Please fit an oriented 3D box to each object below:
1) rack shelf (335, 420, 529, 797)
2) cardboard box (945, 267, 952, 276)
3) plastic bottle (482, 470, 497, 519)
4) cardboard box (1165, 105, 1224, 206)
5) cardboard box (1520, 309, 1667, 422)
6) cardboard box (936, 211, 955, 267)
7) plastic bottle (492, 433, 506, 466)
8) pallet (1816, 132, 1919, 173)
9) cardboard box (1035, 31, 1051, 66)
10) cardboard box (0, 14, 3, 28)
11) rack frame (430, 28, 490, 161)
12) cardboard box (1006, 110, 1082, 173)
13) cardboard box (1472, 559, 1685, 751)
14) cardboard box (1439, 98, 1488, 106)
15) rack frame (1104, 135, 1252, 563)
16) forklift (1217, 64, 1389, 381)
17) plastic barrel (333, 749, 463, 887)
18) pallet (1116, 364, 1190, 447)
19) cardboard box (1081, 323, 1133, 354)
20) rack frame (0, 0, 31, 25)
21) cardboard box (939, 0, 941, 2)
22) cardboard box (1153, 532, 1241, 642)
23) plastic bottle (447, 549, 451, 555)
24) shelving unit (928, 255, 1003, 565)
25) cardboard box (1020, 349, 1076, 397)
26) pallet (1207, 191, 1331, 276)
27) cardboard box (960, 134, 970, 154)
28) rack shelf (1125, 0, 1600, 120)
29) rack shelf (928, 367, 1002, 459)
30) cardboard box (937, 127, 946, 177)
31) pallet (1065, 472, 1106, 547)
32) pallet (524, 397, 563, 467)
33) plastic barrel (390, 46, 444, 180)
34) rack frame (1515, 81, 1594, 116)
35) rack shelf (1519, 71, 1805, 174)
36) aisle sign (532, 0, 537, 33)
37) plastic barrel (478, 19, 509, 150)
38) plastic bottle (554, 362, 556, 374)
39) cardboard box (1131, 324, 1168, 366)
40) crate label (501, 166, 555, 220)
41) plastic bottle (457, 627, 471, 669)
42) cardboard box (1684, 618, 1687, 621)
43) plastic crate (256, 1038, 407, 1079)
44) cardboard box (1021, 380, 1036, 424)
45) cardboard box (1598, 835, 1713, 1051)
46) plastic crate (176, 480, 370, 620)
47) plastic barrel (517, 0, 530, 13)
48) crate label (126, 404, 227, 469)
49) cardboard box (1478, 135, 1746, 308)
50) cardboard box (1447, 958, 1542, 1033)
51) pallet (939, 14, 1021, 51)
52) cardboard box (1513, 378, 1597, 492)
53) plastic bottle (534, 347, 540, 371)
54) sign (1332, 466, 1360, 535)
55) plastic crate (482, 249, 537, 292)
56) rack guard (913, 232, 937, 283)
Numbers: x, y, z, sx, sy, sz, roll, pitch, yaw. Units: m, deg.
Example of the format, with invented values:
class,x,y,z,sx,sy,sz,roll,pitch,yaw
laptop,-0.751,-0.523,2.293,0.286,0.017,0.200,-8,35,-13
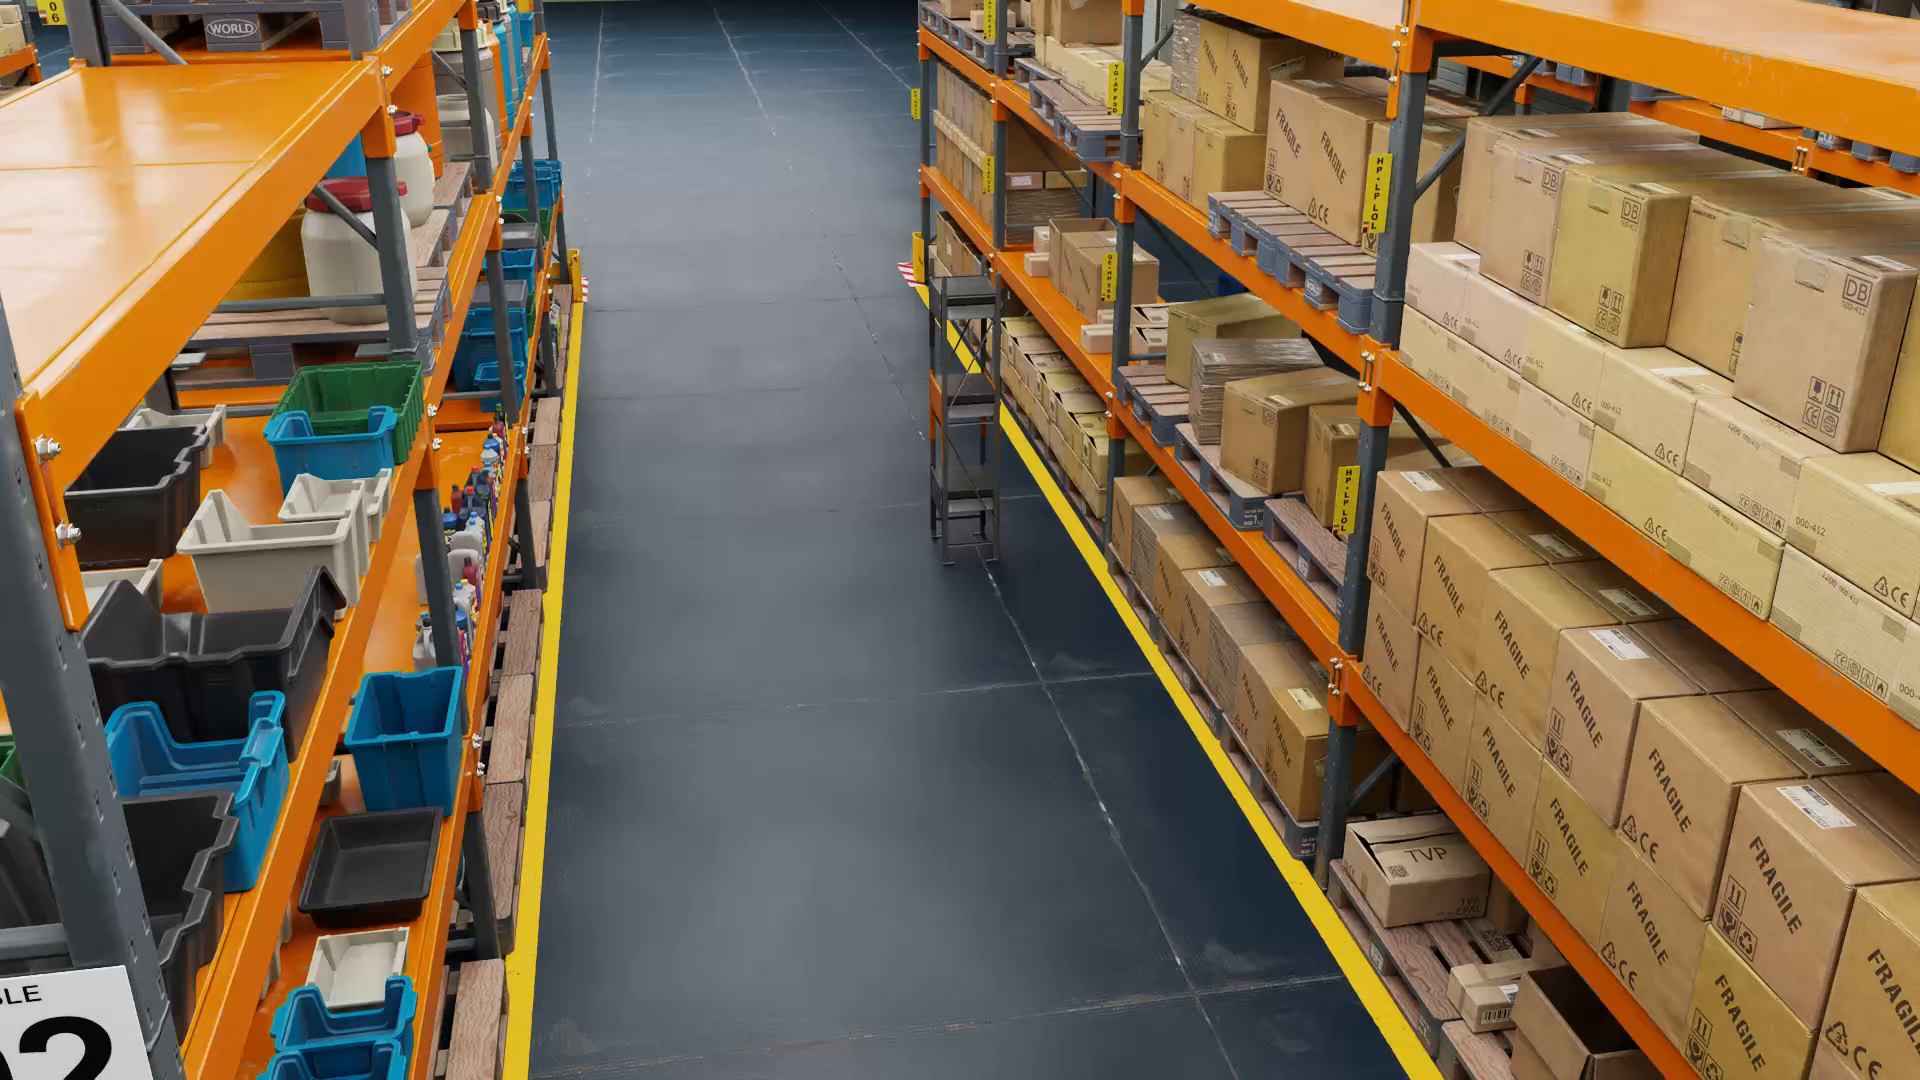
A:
class,x,y,z,sx,sy,sz,roll,pitch,yaw
rack shelf,-2.961,0.220,8.898,1.077,0.370,4.000,-4,24,-10
cardboard box,0.128,-2.720,17.642,0.500,0.250,0.500,-4,24,-10
plastic bottle,-2.625,-0.266,9.257,0.061,0.283,0.133,-4,24,-10
cardboard box,1.746,-2.312,9.924,0.910,0.500,0.500,-4,24,-10
cardboard box,2.299,-0.620,5.736,0.500,0.250,0.500,-4,24,-10
cardboard box,0.034,-3.261,17.942,0.500,0.500,0.500,-4,24,-10
plastic bottle,-2.790,-0.541,9.988,0.097,0.201,0.097,0,24,0
pallet,6.577,-2.669,11.101,1.213,0.211,1.003,-3,24,-7
cardboard box,0.903,-4.090,13.783,0.500,0.250,0.500,-2,24,-4
cardboard box,-9.228,-4.869,15.591,0.380,0.149,0.250,-5,24,-12
rack frame,-3.330,-3.646,9.354,1.000,3.000,0.127,-4,24,-10
cardboard box,0.710,-3.649,15.113,0.700,0.500,0.500,-4,24,-9
cardboard box,2.279,0.419,6.169,0.500,0.500,0.500,-5,24,-11
cardboard box,5.406,-4.489,18.006,0.500,0.500,0.500,-5,24,-11
rack frame,1.538,-1.262,11.391,1.000,3.000,0.127,-4,24,-10
forklift,3.365,-2.477,14.259,1.130,2.935,3.031,-8,25,-17
plastic barrel,-2.675,1.231,7.782,0.600,0.901,0.708,-4,24,-10
pallet,1.733,-0.912,10.831,1.213,0.211,1.003,-4,24,-10
cardboard box,1.100,-1.480,12.205,0.380,0.149,0.250,-4,24,-10
rack frame,-9.677,-6.426,15.720,1.000,3.000,0.127,-4,24,-10
cardboard box,0.161,-5.861,17.345,0.797,0.503,0.637,-3,24,-6
cardboard box,1.532,0.286,10.422,0.500,0.500,0.500,-5,24,-10
plastic bottle,-2.635,0.119,8.479,0.097,0.201,0.097,0,24,0
shelving unit,0.031,-0.897,11.681,0.431,2.100,0.503,-4,24,-10
cardboard box,0.814,-1.443,14.016,0.500,0.311,0.500,-5,24,-11
pallet,2.031,-1.646,8.759,1.213,0.211,1.003,-4,24,-10
cardboard box,0.203,-3.977,16.672,0.380,0.149,0.250,-4,24,-9
rack shelf,1.908,-2.711,8.613,1.077,0.370,4.000,-4,24,-10
rack shelf,0.031,-0.885,11.686,0.431,0.518,0.480,-4,24,-10
cardboard box,0.133,-4.270,18.153,0.700,0.500,0.500,-4,24,-10
pallet,1.424,-0.311,12.697,1.003,0.211,1.213,-4,24,-10
pallet,-3.887,-0.886,14.015,1.003,0.211,1.213,-4,24,-10
plastic barrel,-3.228,-2.437,9.273,0.600,0.830,0.708,-4,24,-10
rack frame,5.666,-3.203,15.836,1.000,3.000,0.127,-4,24,-10
rack shelf,6.036,-3.461,13.579,1.077,0.370,4.000,-4,24,-10
aisle sign,-4.531,-5.285,17.355,0.394,0.787,0.004,-4,24,-10
plastic barrel,-3.390,-3.064,11.234,0.600,0.830,0.708,-4,24,-10
plastic bottle,-3.698,-1.579,14.977,0.097,0.271,0.097,0,24,0
cardboard box,1.514,-1.367,11.744,0.500,0.311,0.500,-3,24,-6
crate label,-4.204,-3.356,16.141,0.502,0.435,0.616,-4,24,-10
plastic bottle,-2.303,0.495,7.616,0.097,0.201,0.097,0,24,0
cardboard box,2.816,0.387,6.242,0.500,0.500,0.500,-4,24,-9
plastic crate,-1.817,1.660,4.836,0.416,0.233,0.300,-4,24,-10
cardboard box,0.821,-1.186,14.128,0.500,0.250,0.500,-5,24,-11
cardboard box,2.481,1.283,5.440,0.500,0.500,0.500,-4,24,-9
plastic crate,-1.958,0.035,4.822,0.437,0.282,0.530,-4,24,-10
plastic barrel,-4.474,-5.258,16.033,0.600,0.588,0.600,0,24,0
crate label,-2.784,-0.363,5.916,0.293,0.136,0.466,-4,24,-10
cardboard box,2.358,-1.171,6.062,0.700,0.500,0.500,-4,24,-10
cardboard box,2.313,1.929,7.076,0.380,0.166,0.250,-4,24,-10
pallet,0.393,-4.982,16.271,1.003,0.211,1.213,-4,24,-10
cardboard box,2.304,-0.391,5.837,0.500,0.250,0.500,-4,24,-10
plastic bottle,-3.889,-1.702,15.242,0.061,0.283,0.133,-4,24,-10
sign,1.733,-0.176,7.460,0.100,0.325,0.005,-4,24,-10
plastic crate,-3.560,-2.052,13.220,0.392,0.384,0.575,-4,24,-10
rack guard,0.054,-3.272,19.118,1.175,0.500,0.348,-4,24,-10
